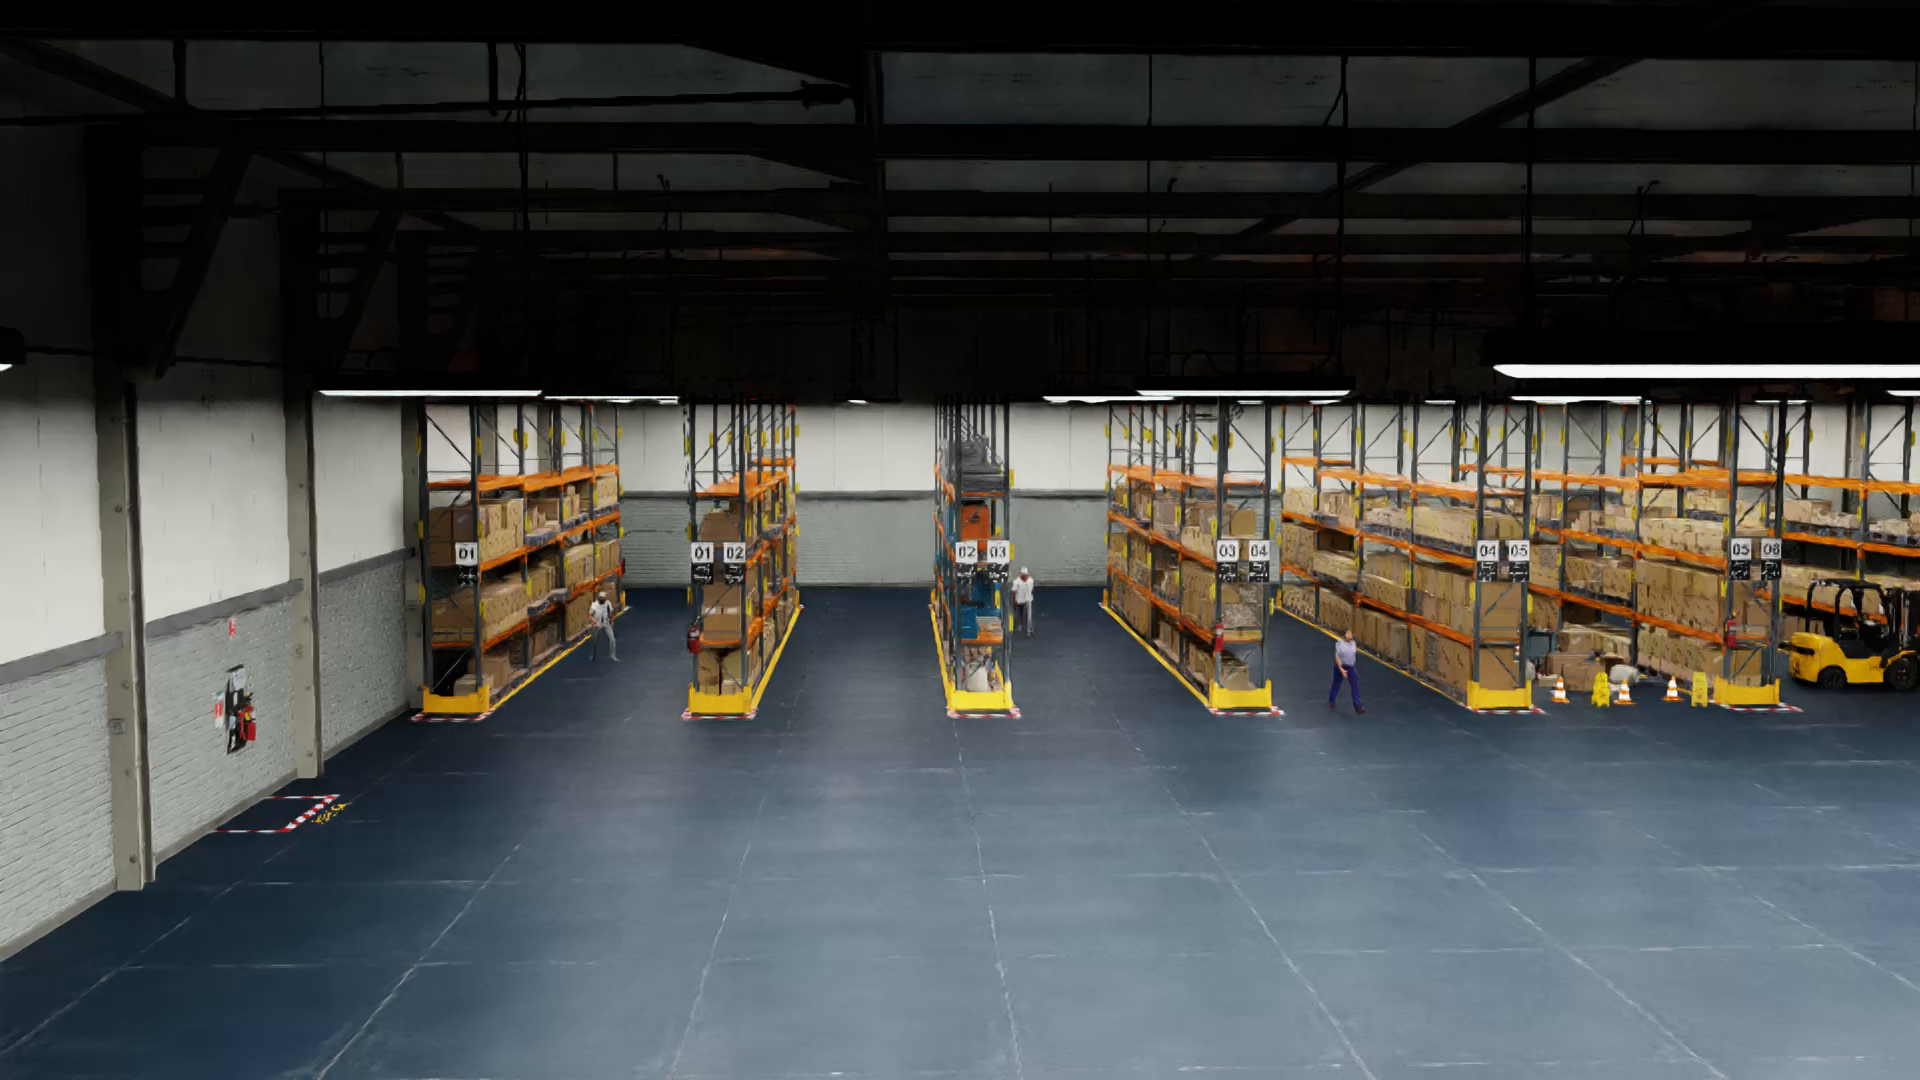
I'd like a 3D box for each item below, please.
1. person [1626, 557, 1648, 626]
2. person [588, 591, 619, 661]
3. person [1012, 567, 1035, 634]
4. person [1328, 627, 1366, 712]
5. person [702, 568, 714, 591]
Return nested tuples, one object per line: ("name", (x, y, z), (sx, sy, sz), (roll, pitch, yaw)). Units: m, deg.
("person", (17.797, 1.334, 43.520), (0.641, 1.772, 0.691), (1, 5, 18))
("person", (-8.043, 1.922, 37.429), (0.656, 1.597, 0.818), (-2, 5, -19))
("person", (1.606, 1.506, 41.906), (0.583, 1.686, 1.103), (0, 5, -4))
("person", (7.237, 2.428, 31.238), (0.471, 1.563, 0.999), (-1, 5, -11))
("person", (-6.597, 1.378, 44.108), (0.495, 1.589, 1.086), (0, 5, 0))
